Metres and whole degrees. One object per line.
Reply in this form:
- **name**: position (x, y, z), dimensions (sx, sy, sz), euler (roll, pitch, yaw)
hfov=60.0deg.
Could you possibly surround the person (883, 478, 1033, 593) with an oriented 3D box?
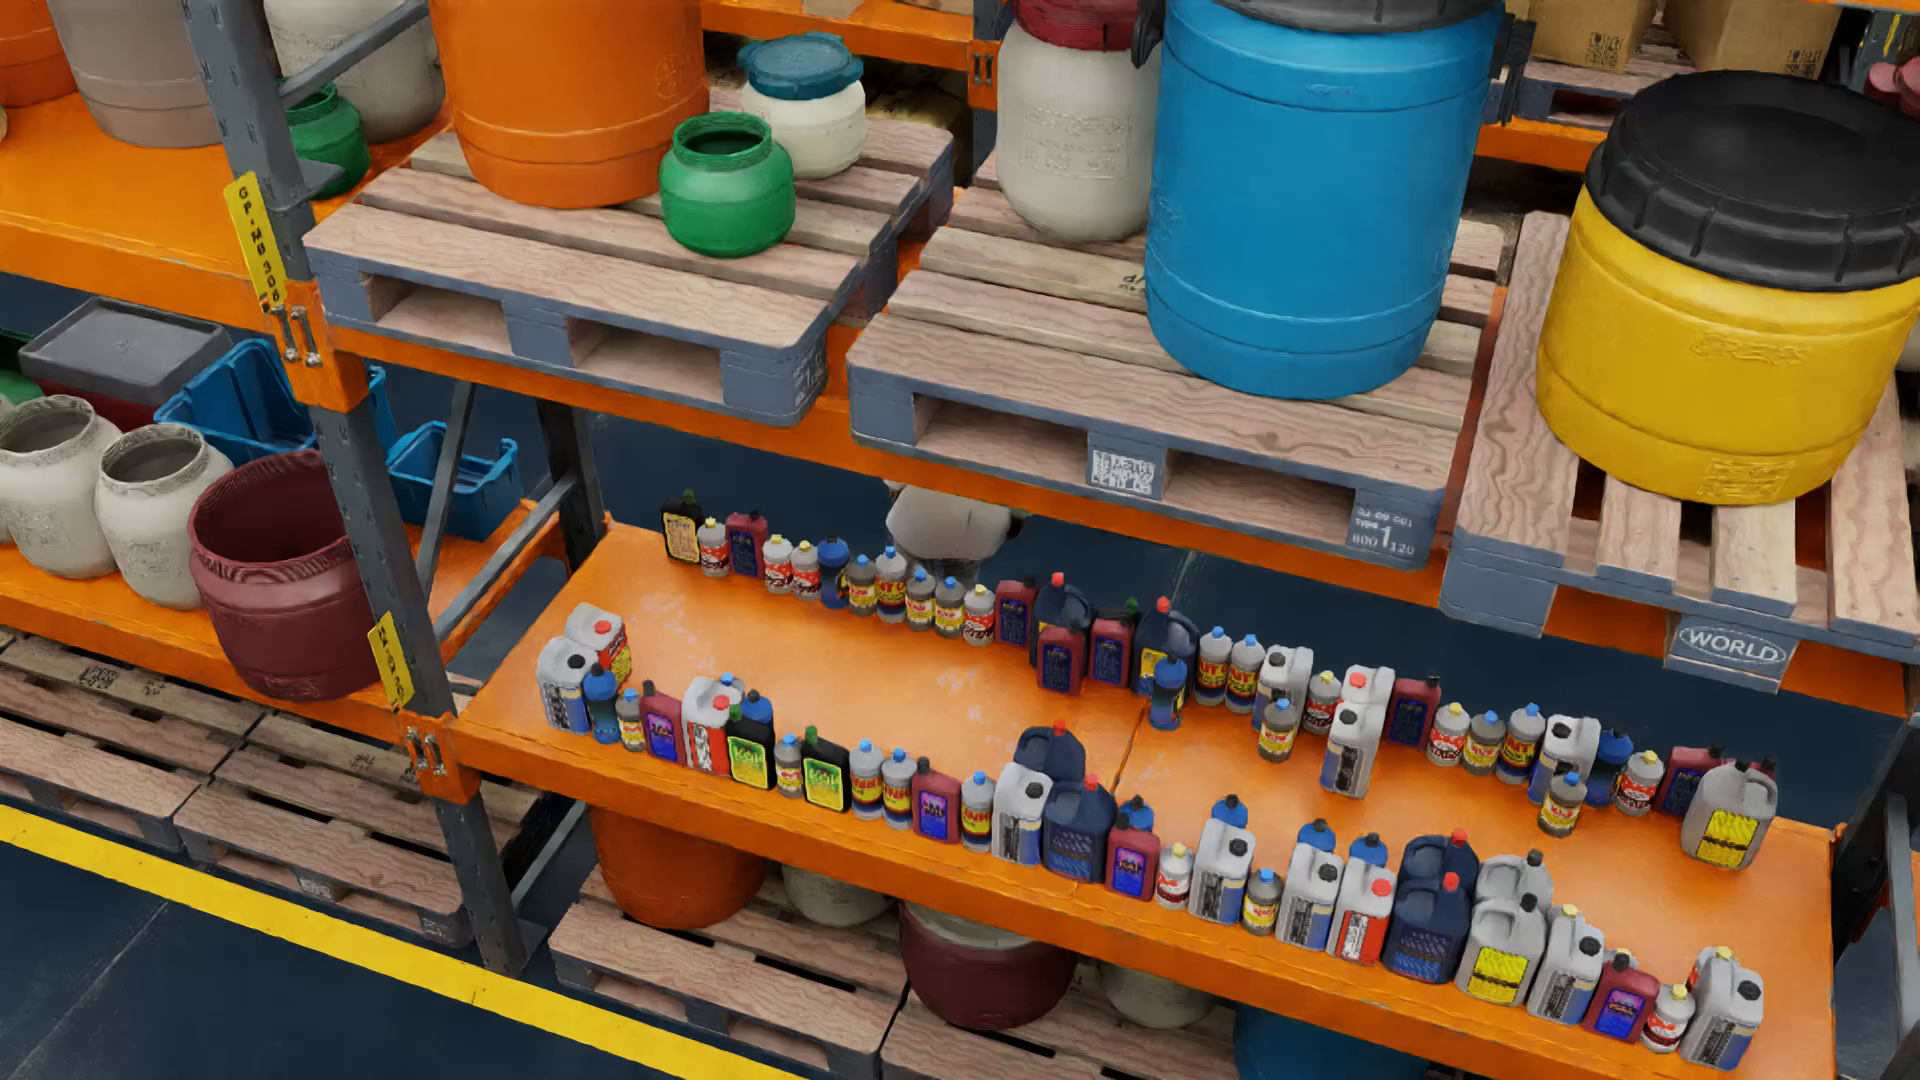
- **person**: position (0.026, -0.138, 6.346), dimensions (0.623, 1.751, 0.733), euler (-4, 41, -5)
